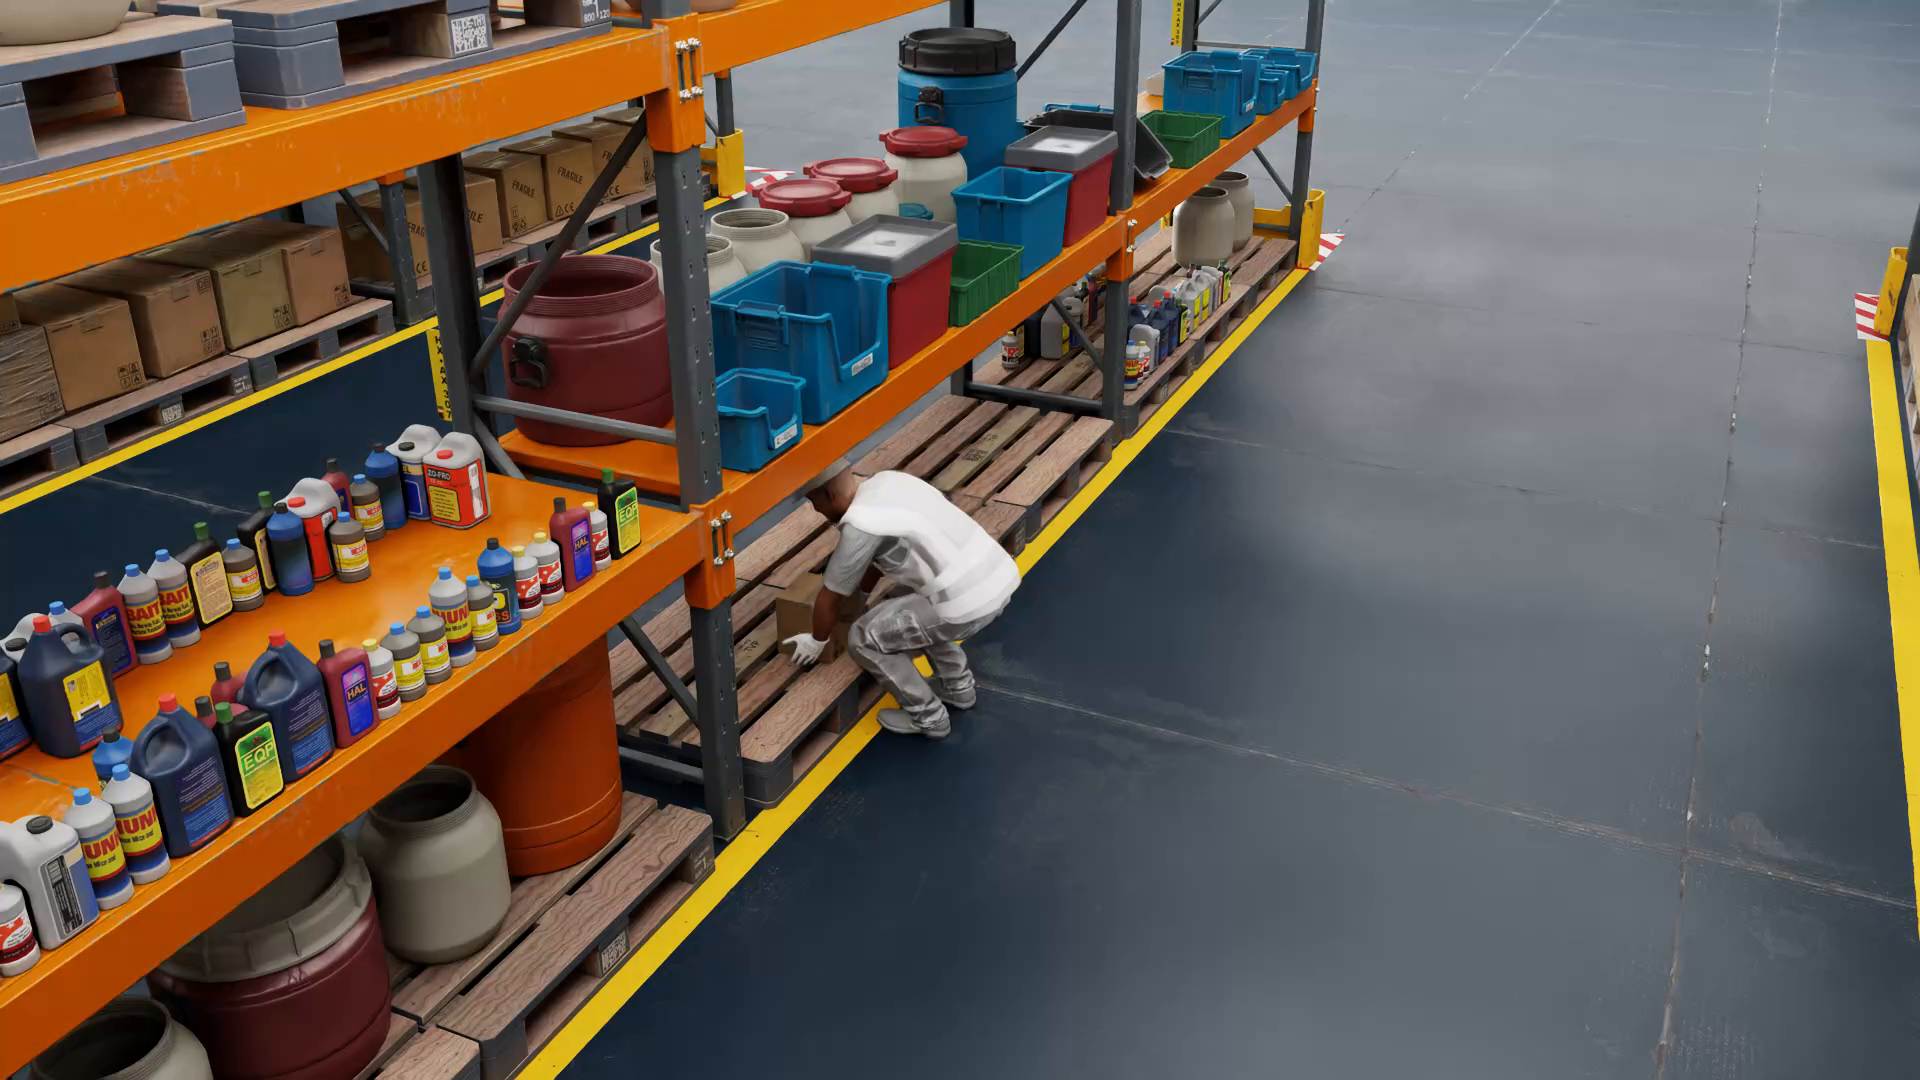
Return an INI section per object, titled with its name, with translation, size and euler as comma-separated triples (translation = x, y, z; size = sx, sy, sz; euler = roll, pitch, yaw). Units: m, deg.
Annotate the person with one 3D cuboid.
[person]
translation = -0.231, 0.202, 6.446
size = 0.884, 1.112, 0.588
euler = 11, 28, 22
